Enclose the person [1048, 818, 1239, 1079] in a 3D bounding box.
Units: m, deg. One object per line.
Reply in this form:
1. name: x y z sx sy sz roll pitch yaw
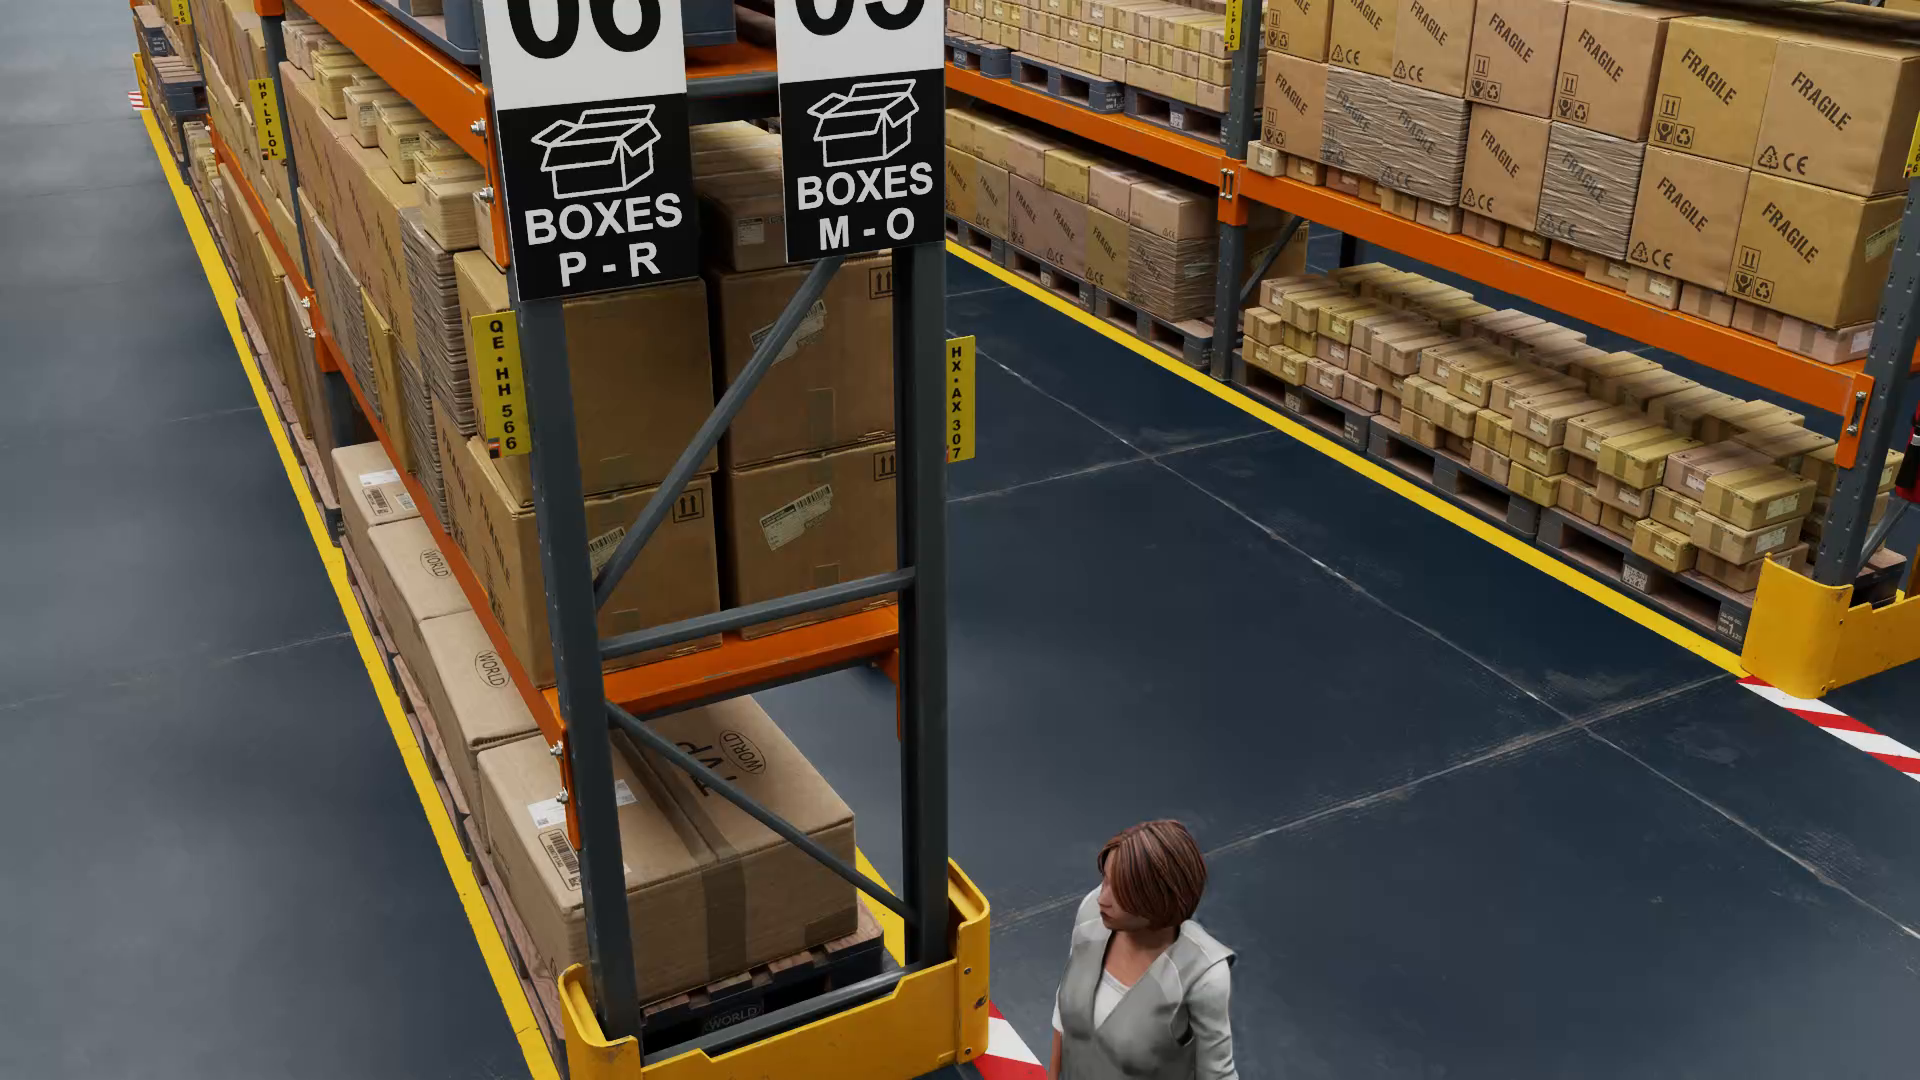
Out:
1. person: 0.388 1.232 3.570 0.920 1.551 0.450 -21 33 -36
